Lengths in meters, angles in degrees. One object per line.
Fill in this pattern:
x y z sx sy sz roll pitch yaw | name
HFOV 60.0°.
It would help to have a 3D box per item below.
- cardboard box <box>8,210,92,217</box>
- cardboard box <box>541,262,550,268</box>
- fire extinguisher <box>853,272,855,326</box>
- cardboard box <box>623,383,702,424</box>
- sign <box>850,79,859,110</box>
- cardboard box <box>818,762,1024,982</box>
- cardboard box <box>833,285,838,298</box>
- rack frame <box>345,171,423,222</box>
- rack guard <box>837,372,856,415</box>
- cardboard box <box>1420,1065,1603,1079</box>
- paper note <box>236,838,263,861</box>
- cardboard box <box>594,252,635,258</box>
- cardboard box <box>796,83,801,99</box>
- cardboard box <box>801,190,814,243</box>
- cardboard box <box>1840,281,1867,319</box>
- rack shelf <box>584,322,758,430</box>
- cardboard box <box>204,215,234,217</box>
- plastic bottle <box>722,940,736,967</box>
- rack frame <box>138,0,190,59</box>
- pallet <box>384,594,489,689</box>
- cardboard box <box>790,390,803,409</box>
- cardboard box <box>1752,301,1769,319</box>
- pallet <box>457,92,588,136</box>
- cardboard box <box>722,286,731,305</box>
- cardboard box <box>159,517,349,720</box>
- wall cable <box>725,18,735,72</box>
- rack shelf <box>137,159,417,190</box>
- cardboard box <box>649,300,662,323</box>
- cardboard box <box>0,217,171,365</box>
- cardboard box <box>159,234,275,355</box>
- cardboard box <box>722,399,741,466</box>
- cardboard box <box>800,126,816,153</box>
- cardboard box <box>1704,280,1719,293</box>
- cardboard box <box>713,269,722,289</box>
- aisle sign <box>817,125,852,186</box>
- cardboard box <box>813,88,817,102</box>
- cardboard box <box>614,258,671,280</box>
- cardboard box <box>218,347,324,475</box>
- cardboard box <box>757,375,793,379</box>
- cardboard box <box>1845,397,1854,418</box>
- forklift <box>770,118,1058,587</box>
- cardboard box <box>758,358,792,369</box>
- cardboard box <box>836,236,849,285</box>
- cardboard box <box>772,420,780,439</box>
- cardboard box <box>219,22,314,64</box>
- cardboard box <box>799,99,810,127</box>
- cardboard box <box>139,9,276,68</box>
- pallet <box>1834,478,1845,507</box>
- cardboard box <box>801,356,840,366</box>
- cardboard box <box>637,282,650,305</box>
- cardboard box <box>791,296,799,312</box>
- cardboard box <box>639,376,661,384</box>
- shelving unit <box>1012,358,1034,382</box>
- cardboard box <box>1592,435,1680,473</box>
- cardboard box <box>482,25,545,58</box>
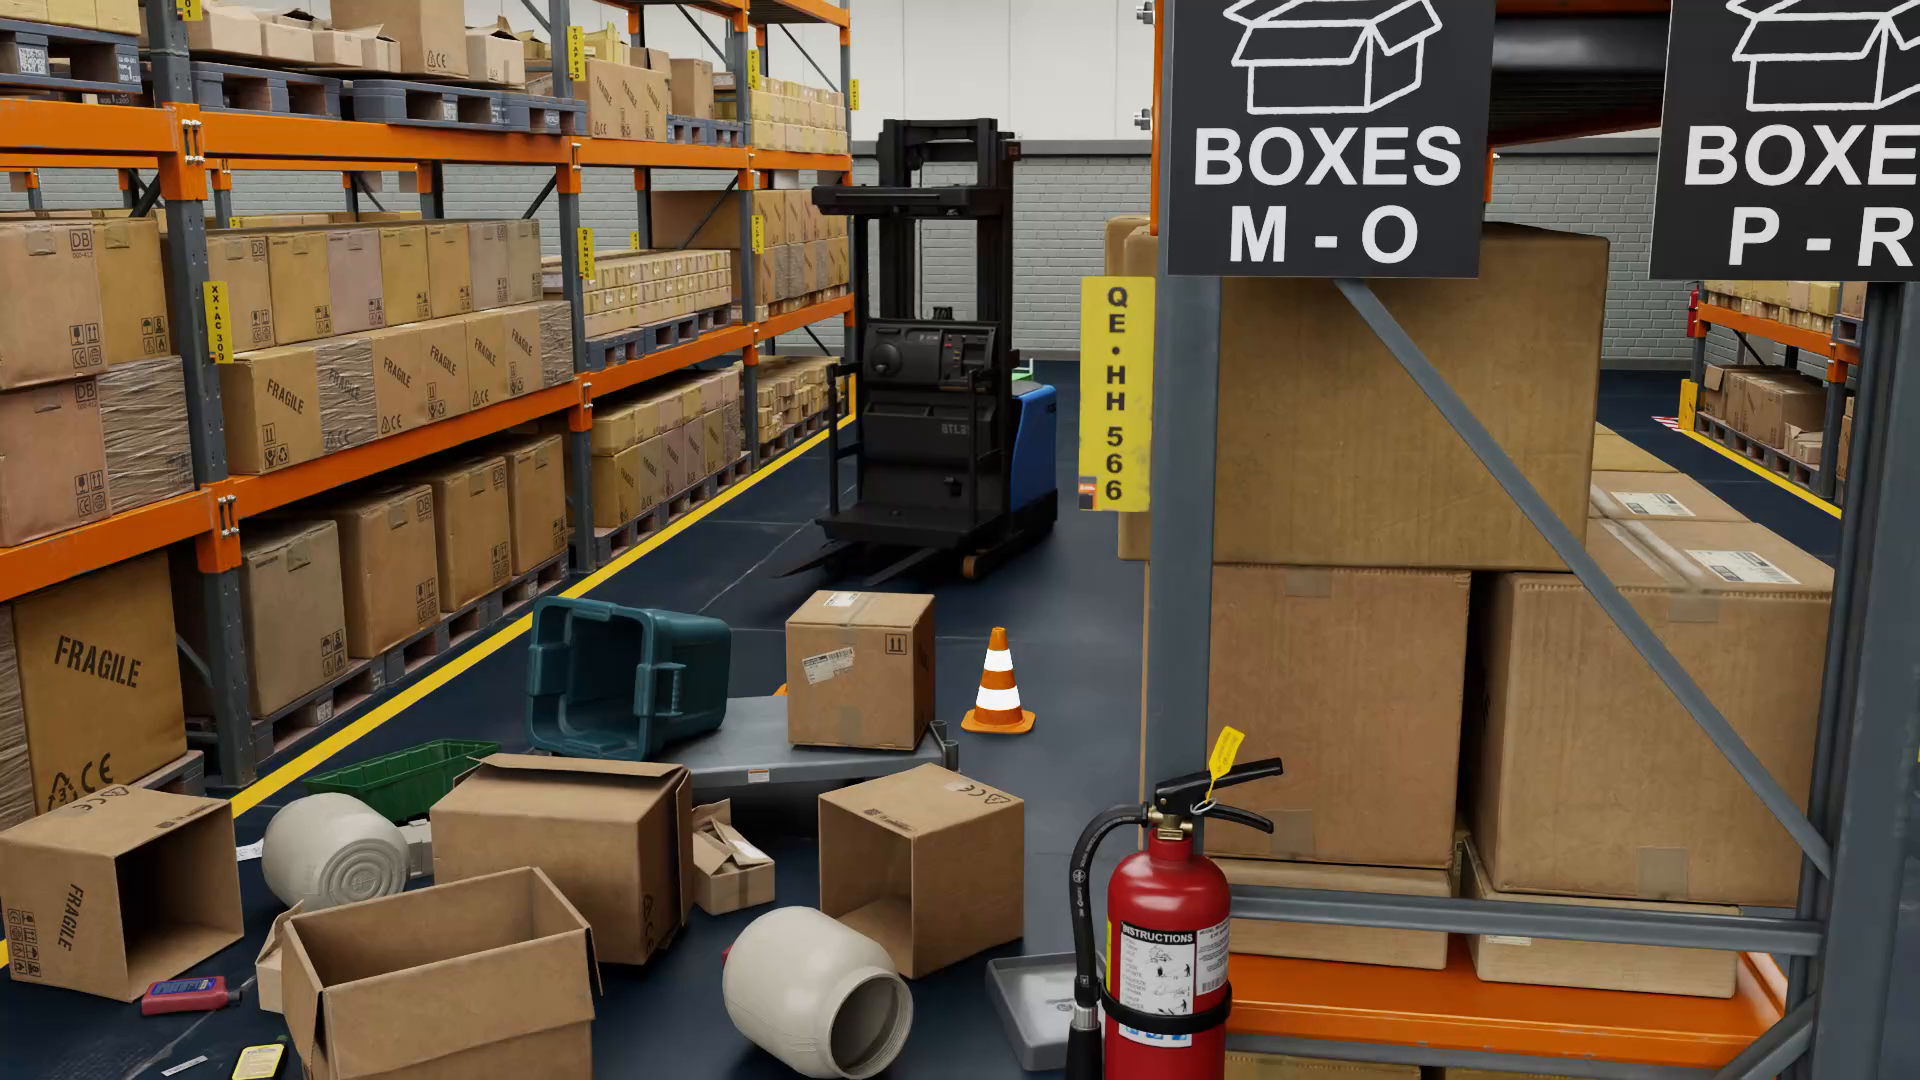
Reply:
-7.472 -2.410 13.438 0.797 0.503 0.637 2 12 10 | cardboard box
-3.174 -1.915 11.945 0.380 0.149 0.250 2 12 10 | cardboard box
-1.190 -2.745 18.678 0.296 0.674 0.183 2 12 9 | fire extinguisher
-2.324 -1.064 12.969 0.500 0.250 0.500 1 12 6 | cardboard box
-1.139 -4.804 17.945 0.100 0.325 0.005 2 12 9 | sign
-0.132 1.110 5.652 0.500 0.500 0.500 -10 16 -40 | cardboard box
-1.530 -2.677 17.891 0.380 0.149 0.250 2 12 9 | cardboard box
-6.570 -3.109 19.300 1.000 3.000 0.127 2 12 9 | rack frame
-1.696 -1.690 18.647 1.175 0.500 0.348 2 12 9 | rack guard
1.162 1.151 3.283 0.500 0.500 0.500 1 12 7 | cardboard box
-2.738 1.191 6.393 0.147 0.020 0.142 -7 14 -30 | paper note
-2.893 -2.289 13.684 0.380 0.149 0.250 2 12 9 | cardboard box
-1.739 -4.307 15.960 0.380 0.149 0.250 2 12 7 | cardboard box
-1.736 -3.183 16.326 0.500 0.500 0.500 1 12 7 | cardboard box
7.217 -1.956 12.716 0.700 0.500 0.500 2 12 10 | cardboard box
-2.607 -1.327 12.737 1.077 0.370 4.000 2 12 9 | rack shelf
-7.297 -2.924 16.310 0.500 0.500 0.500 2 12 9 | cardboard box
-0.675 1.354 5.564 0.133 0.061 0.283 4 13 18 | plastic bottle
-3.530 -3.362 6.234 1.000 3.000 0.127 2 12 9 | rack frame
-3.300 0.516 9.098 1.003 0.211 1.213 2 12 9 | pallet
-1.764 -1.387 16.375 0.380 0.149 0.250 2 12 8 | cardboard box
7.538 -2.124 15.324 0.380 0.149 0.250 2 12 10 | cardboard box
-2.961 -2.500 9.804 1.213 0.211 1.003 2 12 11 | pallet
-2.165 -2.088 14.162 0.380 0.149 0.250 2 12 7 | cardboard box
-3.523 0.333 7.672 1.050 0.750 0.750 2 12 8 | cardboard box
-2.294 -8.680 23.273 2.277 5.999 0.120 2 12 9 | wall cable
-6.877 -3.807 17.128 1.077 0.370 4.000 2 12 9 | rack shelf
-2.444 -1.707 12.395 0.380 0.149 0.250 2 12 9 | cardboard box
-3.621 -0.955 6.385 0.875 0.550 0.550 2 12 9 | cardboard box
-3.459 -1.071 7.231 0.700 0.500 0.500 2 12 8 | cardboard box
-2.164 -0.916 14.060 0.500 0.500 0.500 2 12 8 | cardboard box
-1.716 -3.897 16.190 0.500 0.250 0.500 2 12 11 | cardboard box
7.792 -2.614 16.654 0.500 0.250 0.500 2 12 9 | cardboard box
-2.205 -2.179 13.875 0.380 0.149 0.250 2 12 9 | cardboard box
-1.377 -4.204 18.209 0.394 0.787 0.004 2 12 9 | aisle sign
-1.651 -4.470 16.718 0.380 0.149 0.250 2 12 7 | cardboard box
-2.410 -2.051 12.577 0.380 0.149 0.250 2 12 8 | cardboard box
-3.183 -0.579 7.323 0.500 0.500 0.500 2 12 9 | cardboard box
-1.853 -1.537 16.362 0.380 0.149 0.250 1 12 6 | cardboard box
7.194 -1.030 13.048 0.380 0.149 0.250 2 12 11 | cardboard box
-0.283 -1.271 10.935 1.130 2.935 3.031 5 13 21 | forklift
-2.024 -1.871 17.911 0.380 0.149 0.250 2 12 10 | cardboard box
-1.499 -3.020 17.942 0.500 0.500 0.500 2 12 10 | cardboard box
-1.885 -1.027 15.410 0.380 0.149 0.250 2 12 10 | cardboard box
-3.125 -2.235 7.486 0.250 0.149 0.380 2 12 9 | cardboard box
-1.752 -4.143 16.147 0.500 0.250 0.500 1 12 6 | cardboard box
-3.557 -2.341 7.737 0.500 0.250 0.500 2 12 8 | cardboard box
7.425 -0.262 12.706 1.003 0.211 1.213 2 12 9 | pallet
-1.515 -1.911 18.101 0.380 0.149 0.250 2 12 9 | cardboard box
-2.487 -1.801 12.122 0.380 0.149 0.250 2 12 9 | cardboard box
-1.778 -2.296 16.124 0.380 0.149 0.250 2 12 11 | cardboard box
-2.754 -1.188 13.545 0.500 0.250 0.500 2 12 10 | cardboard box
0.361 -0.773 12.734 0.258 1.200 0.503 5 13 21 | shelving unit
1.262 0.045 3.723 0.500 0.500 0.500 2 12 8 | cardboard box
-3.045 -3.351 11.250 0.396 0.266 0.258 2 12 9 | cardboard box
